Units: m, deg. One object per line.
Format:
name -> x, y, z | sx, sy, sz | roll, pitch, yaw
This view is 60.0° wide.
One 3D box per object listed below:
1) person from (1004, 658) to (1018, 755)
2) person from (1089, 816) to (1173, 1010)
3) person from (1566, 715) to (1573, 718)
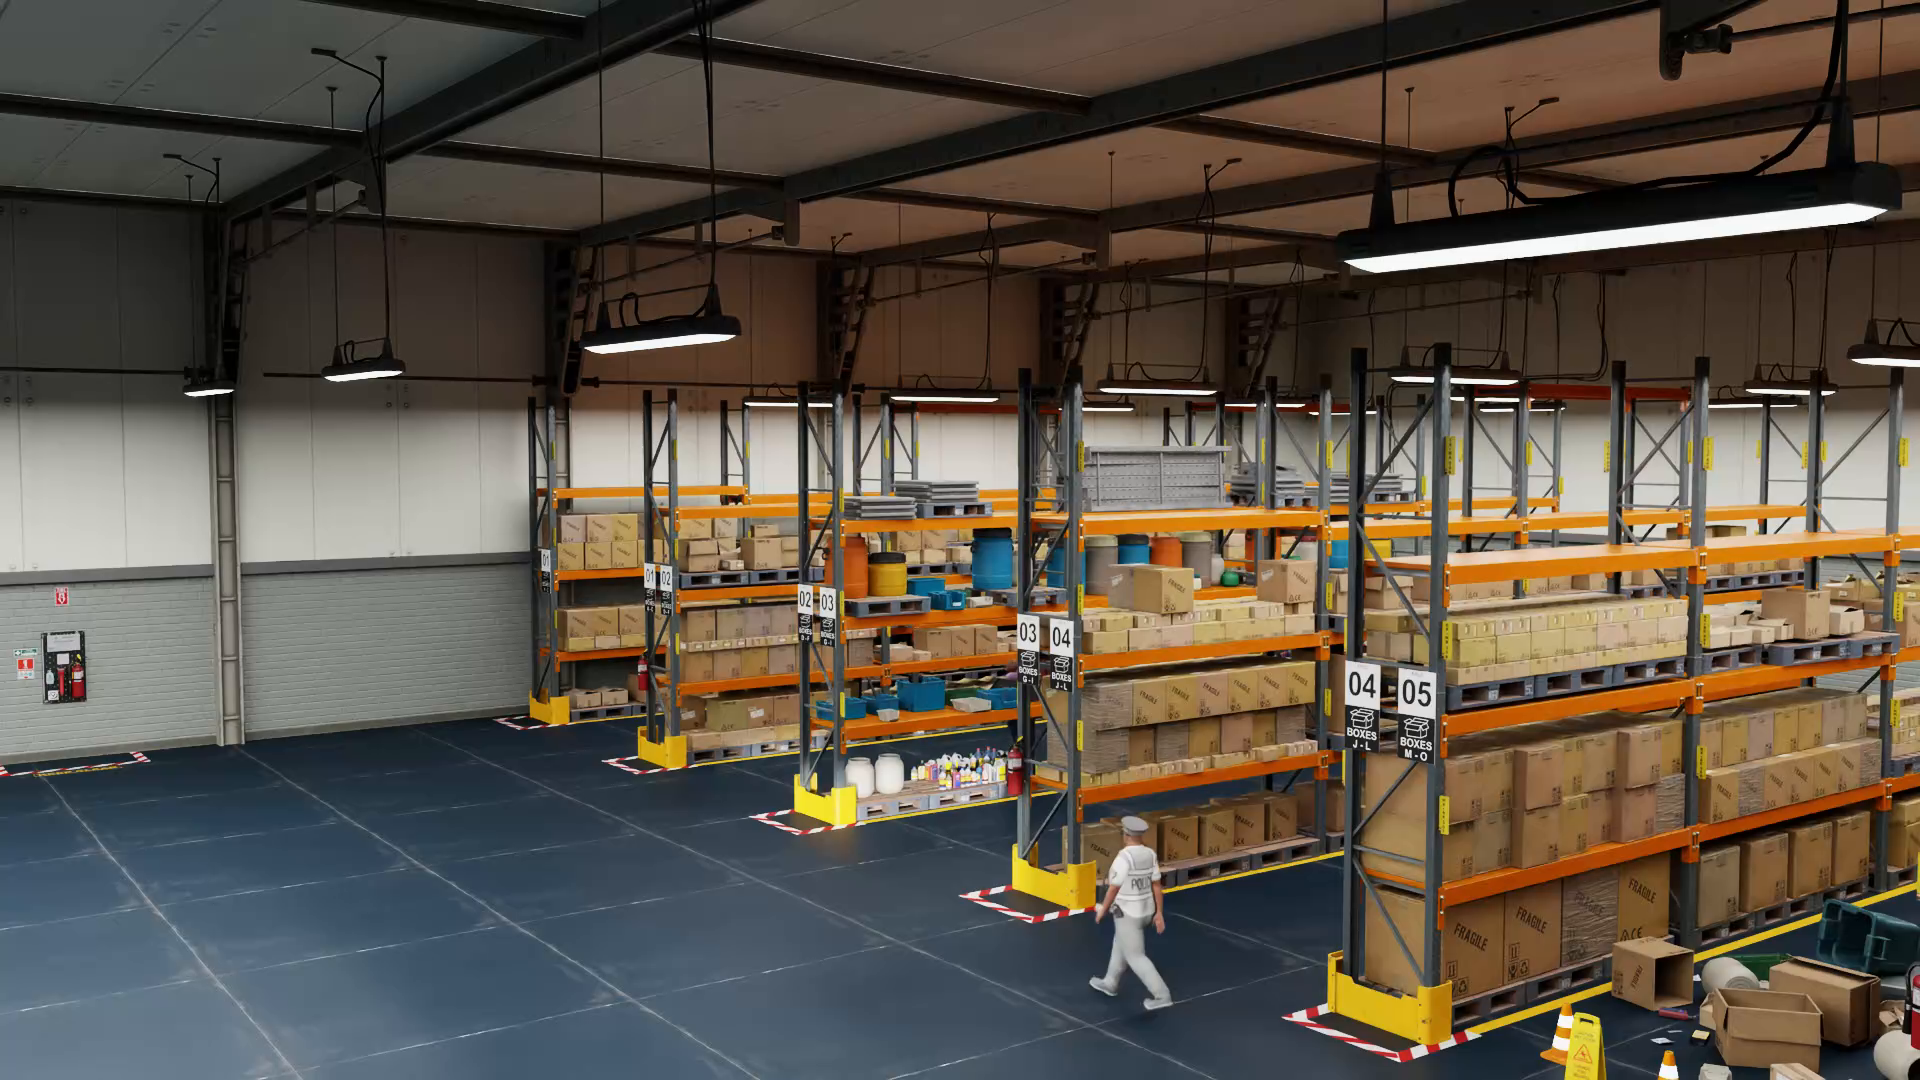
person -> 0.855, 2.756, 27.358 | 0.374, 1.619, 0.466 | 3, 4, 38
person -> 1.553, 3.397, 15.215 | 1.041, 1.731, 0.511 | 2, 4, 35
person -> 7.851, 3.034, 21.615 | 0.570, 1.717, 0.531 | 1, 4, 22
